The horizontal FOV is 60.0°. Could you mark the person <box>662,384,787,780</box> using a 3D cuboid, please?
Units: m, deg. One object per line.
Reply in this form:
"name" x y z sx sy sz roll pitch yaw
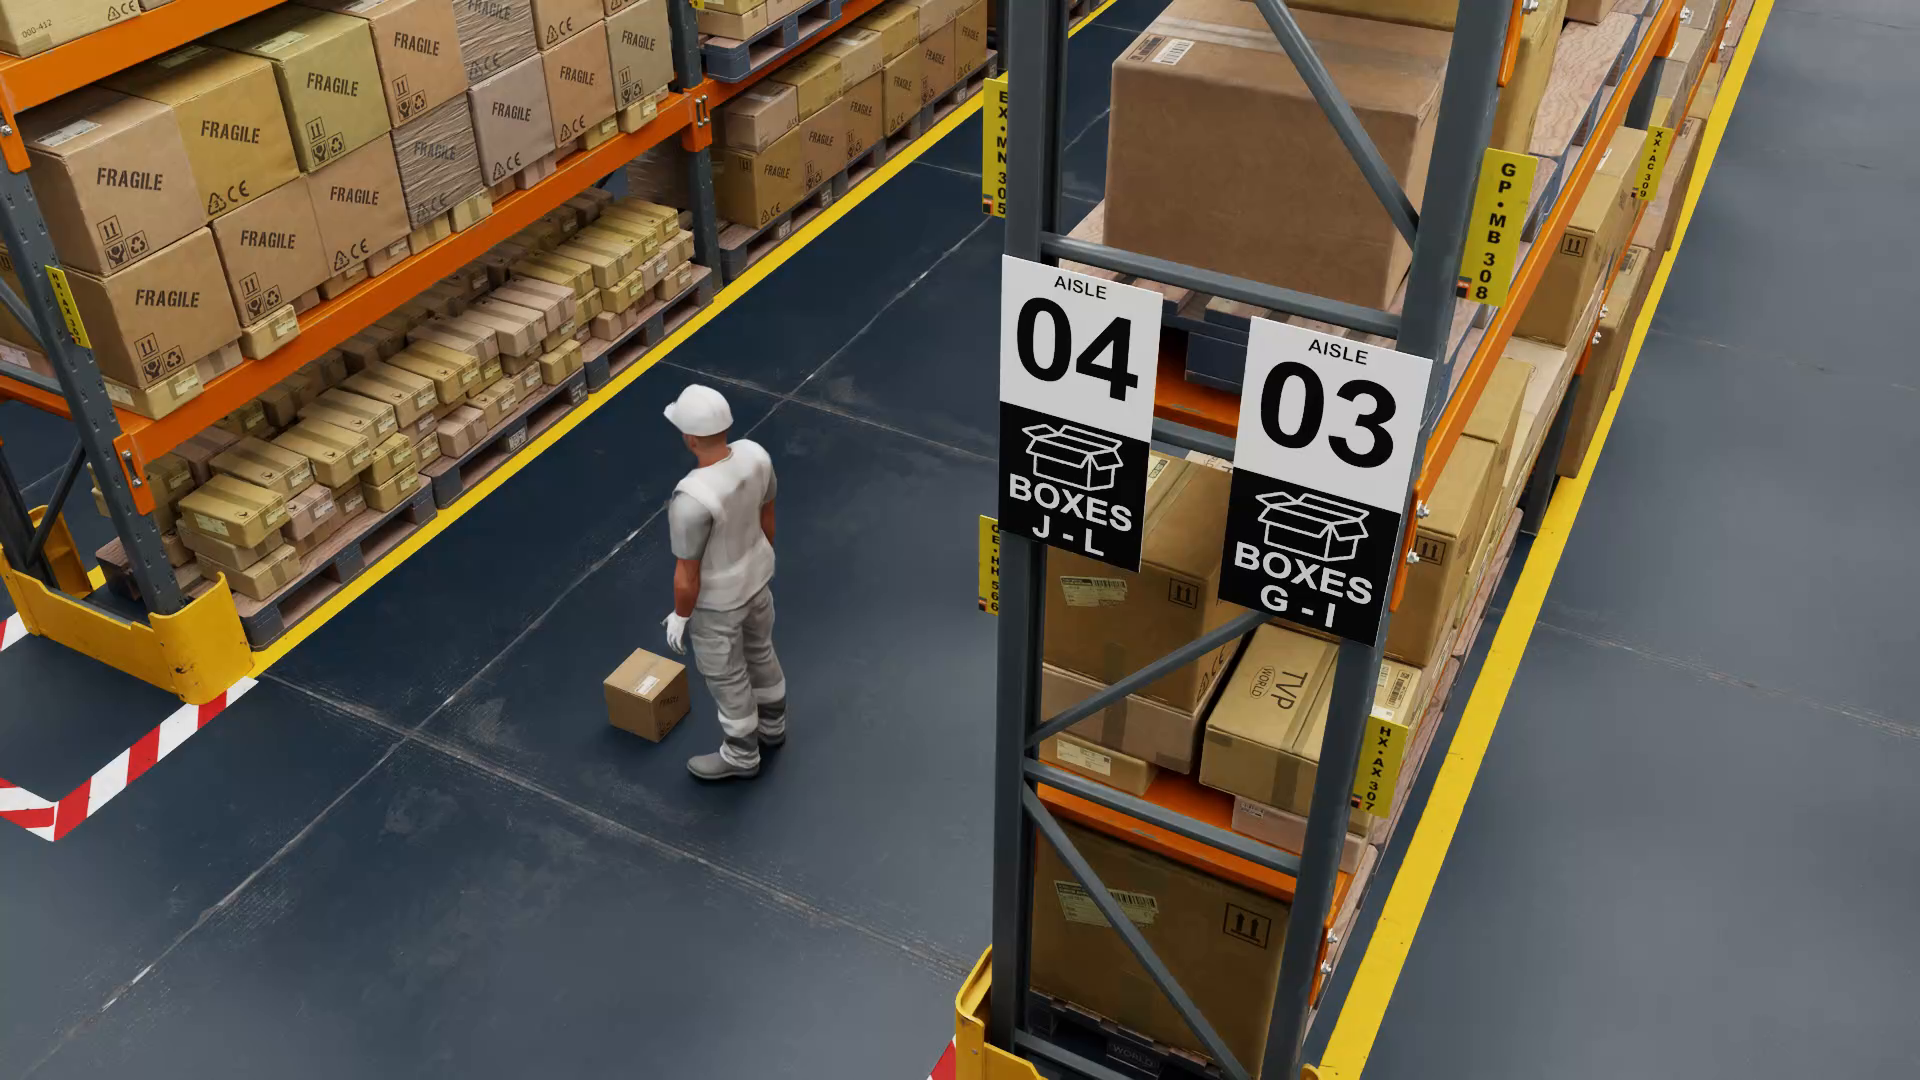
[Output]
"person" -0.930 0.188 6.459 0.356 1.788 0.579 19 41 23
